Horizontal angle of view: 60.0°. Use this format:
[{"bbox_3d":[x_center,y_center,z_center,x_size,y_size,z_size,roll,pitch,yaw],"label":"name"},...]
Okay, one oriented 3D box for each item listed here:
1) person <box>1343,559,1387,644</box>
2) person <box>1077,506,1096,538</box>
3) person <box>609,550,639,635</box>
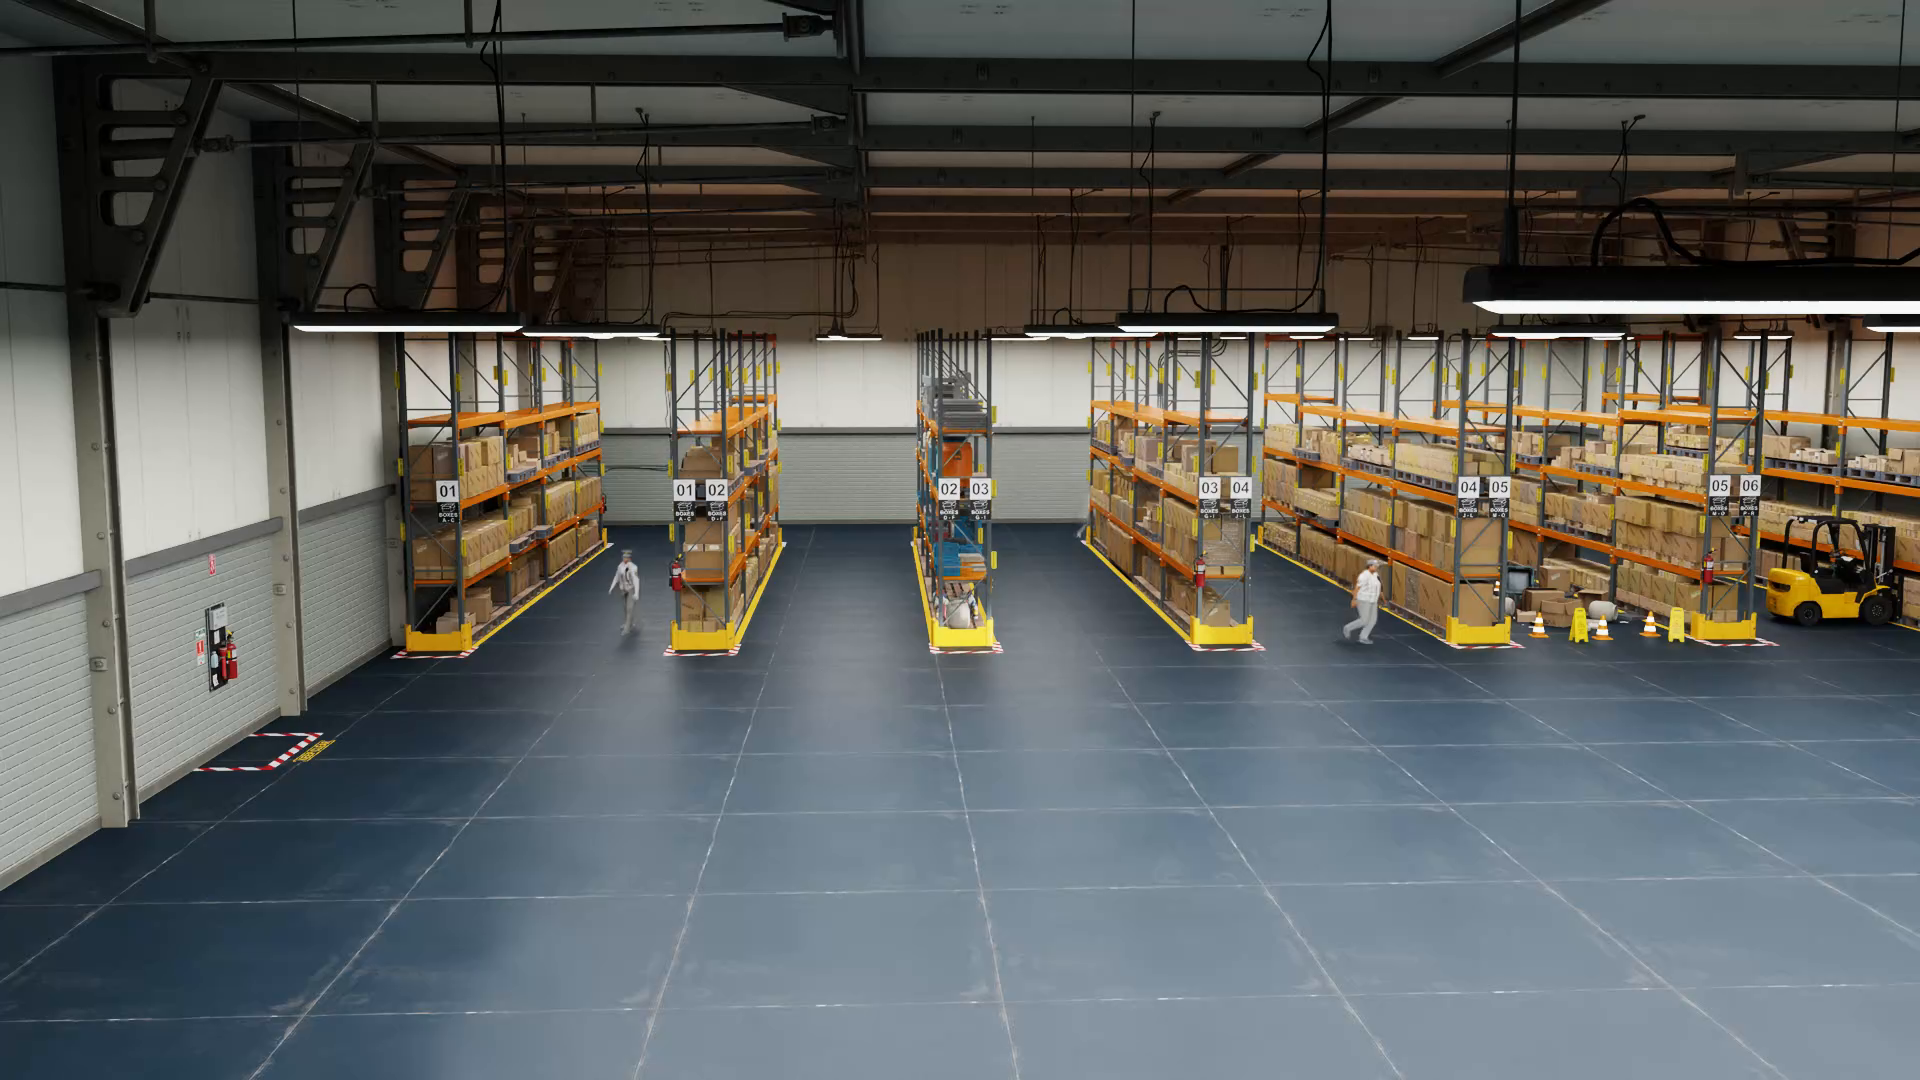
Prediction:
[{"bbox_3d":[7.752,1.170,31.856,0.661,1.627,0.663,-6,9,-40],"label":"person"},{"bbox_3d":[3.823,-0.797,48.987,0.748,1.523,0.613,2,7,17],"label":"person"},{"bbox_3d":[-6.662,1.014,33.127,0.664,1.655,0.746,4,8,30],"label":"person"}]
